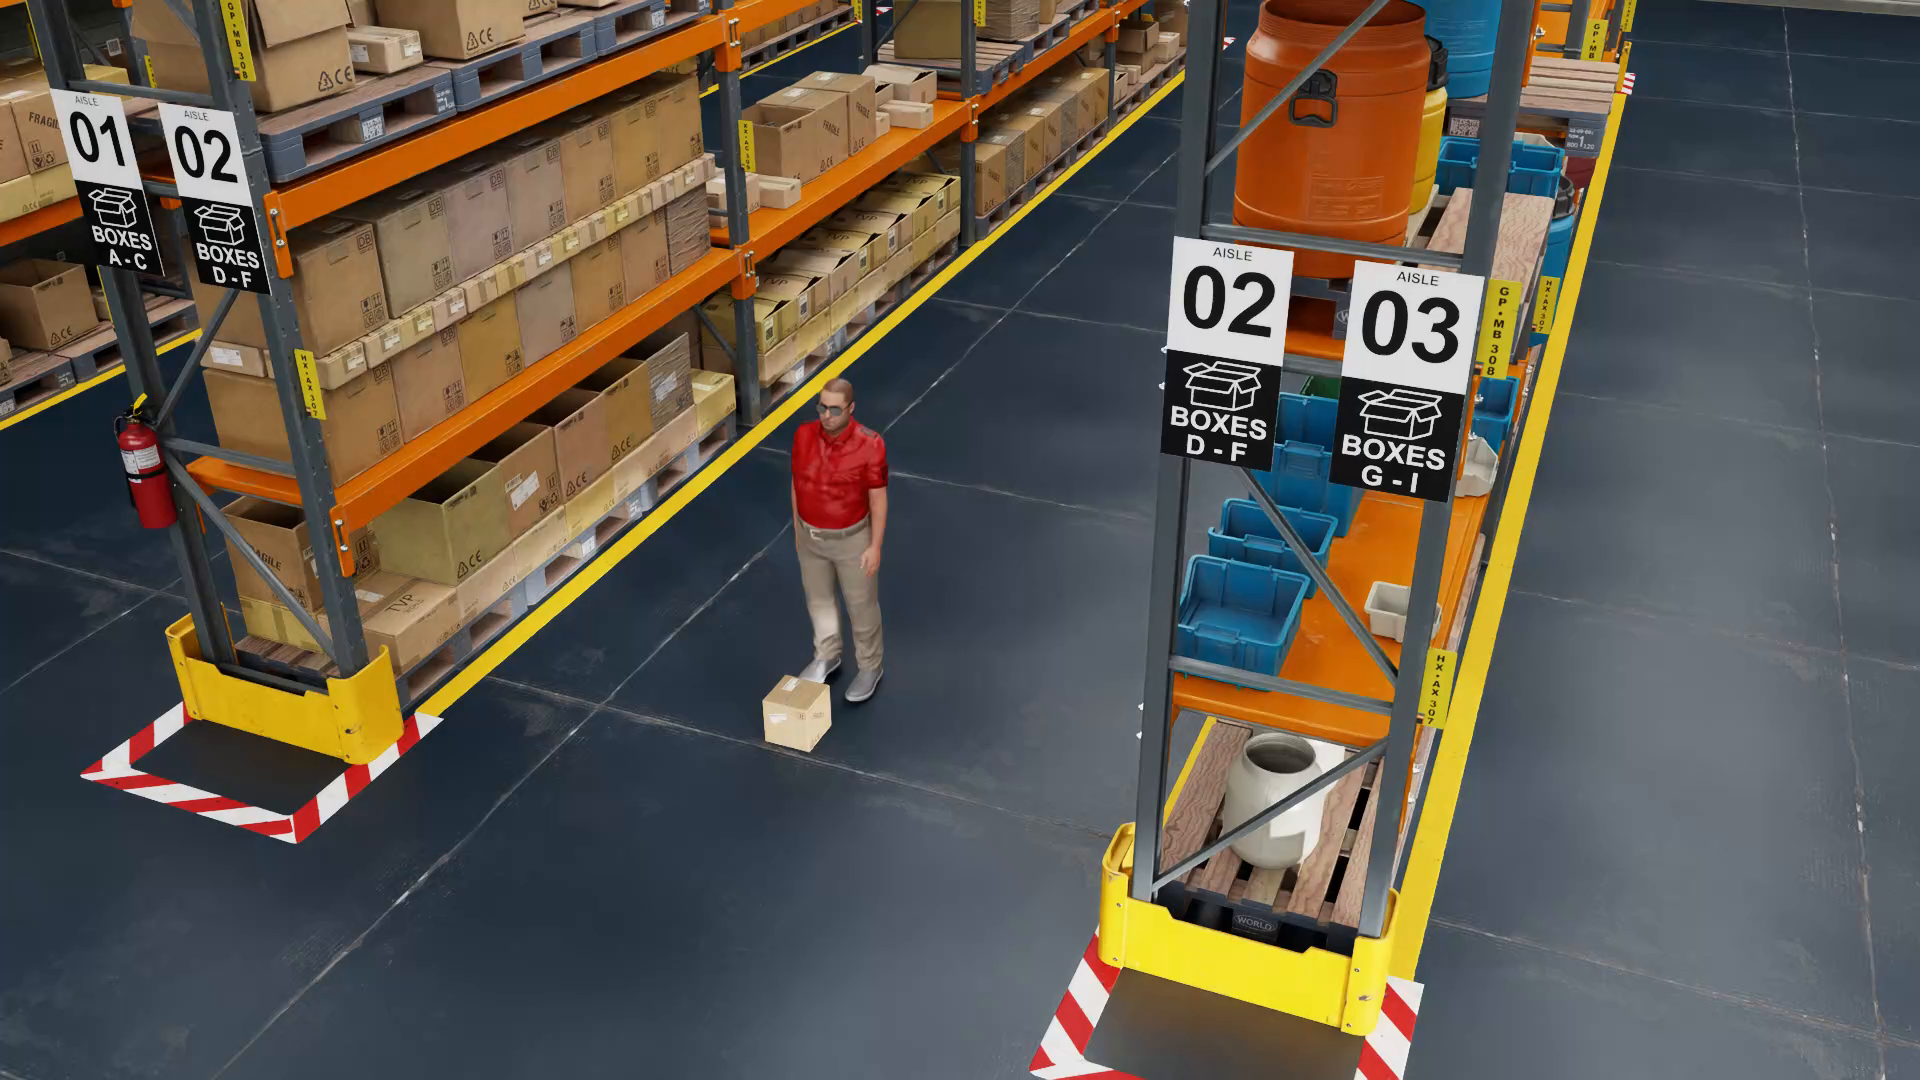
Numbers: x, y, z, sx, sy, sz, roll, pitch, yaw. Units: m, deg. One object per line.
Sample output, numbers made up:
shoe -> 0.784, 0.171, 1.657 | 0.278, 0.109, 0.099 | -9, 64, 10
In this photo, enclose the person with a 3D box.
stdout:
person -> -0.625, 0.001, 8.402 | 0.527, 1.725, 0.359 | 12, 31, 20
